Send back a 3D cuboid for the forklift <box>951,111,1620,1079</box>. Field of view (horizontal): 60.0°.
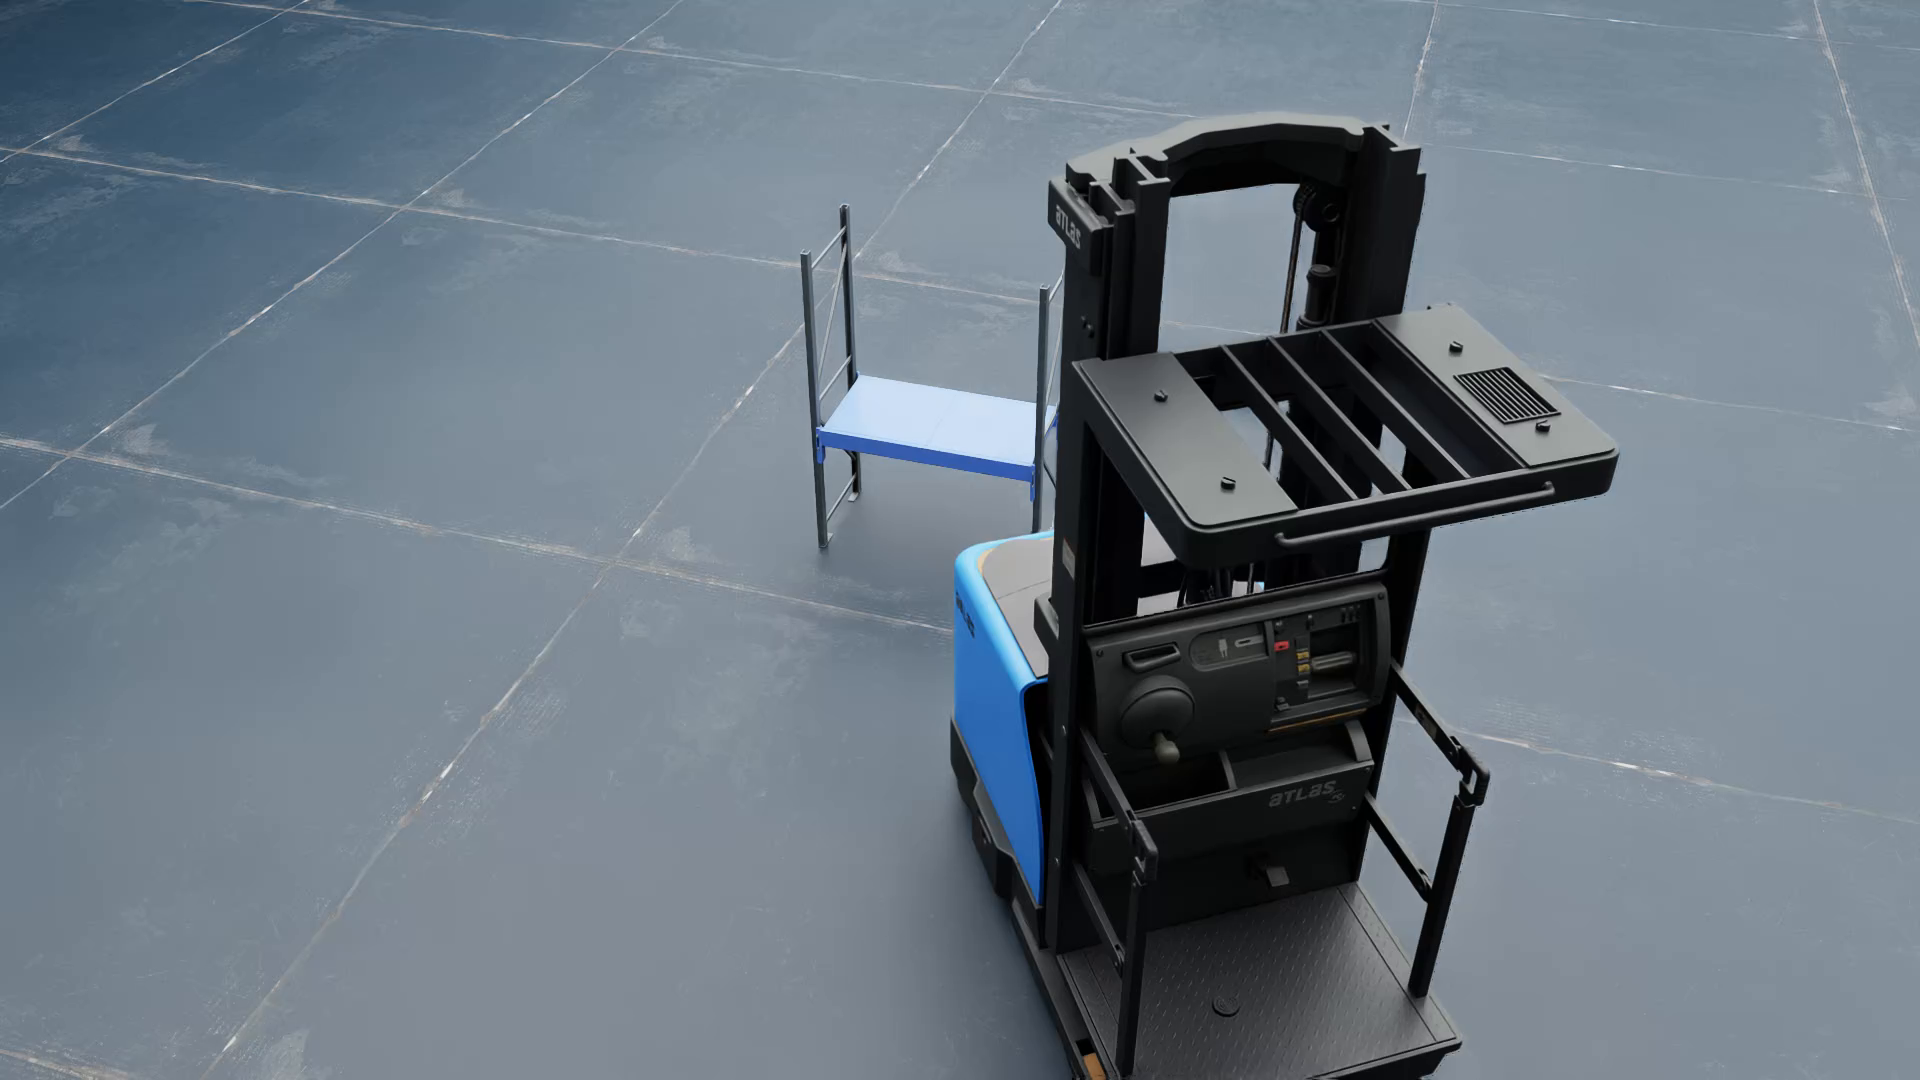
[{"bbox_3d":[0.884,0.460,4.652,1.130,2.935,3.031,-10,38,-14],"label":"forklift"}]

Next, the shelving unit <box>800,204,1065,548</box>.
[{"bbox_3d":[-0.081,-0.619,7.326,1.048,1.500,0.500,10,38,14],"label":"shelving unit"}]

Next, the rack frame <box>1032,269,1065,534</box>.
[{"bbox_3d":[0.404,-0.529,7.204,0.032,1.500,0.500,10,38,14],"label":"rack frame"}]

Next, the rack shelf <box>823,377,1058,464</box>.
[{"bbox_3d":[-0.081,-0.514,7.404,0.952,0.062,0.459,10,38,14],"label":"rack shelf"}]

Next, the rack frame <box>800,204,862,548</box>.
[{"bbox_3d":[-0.567,-0.709,7.448,0.032,1.500,0.500,10,38,14],"label":"rack frame"}]
